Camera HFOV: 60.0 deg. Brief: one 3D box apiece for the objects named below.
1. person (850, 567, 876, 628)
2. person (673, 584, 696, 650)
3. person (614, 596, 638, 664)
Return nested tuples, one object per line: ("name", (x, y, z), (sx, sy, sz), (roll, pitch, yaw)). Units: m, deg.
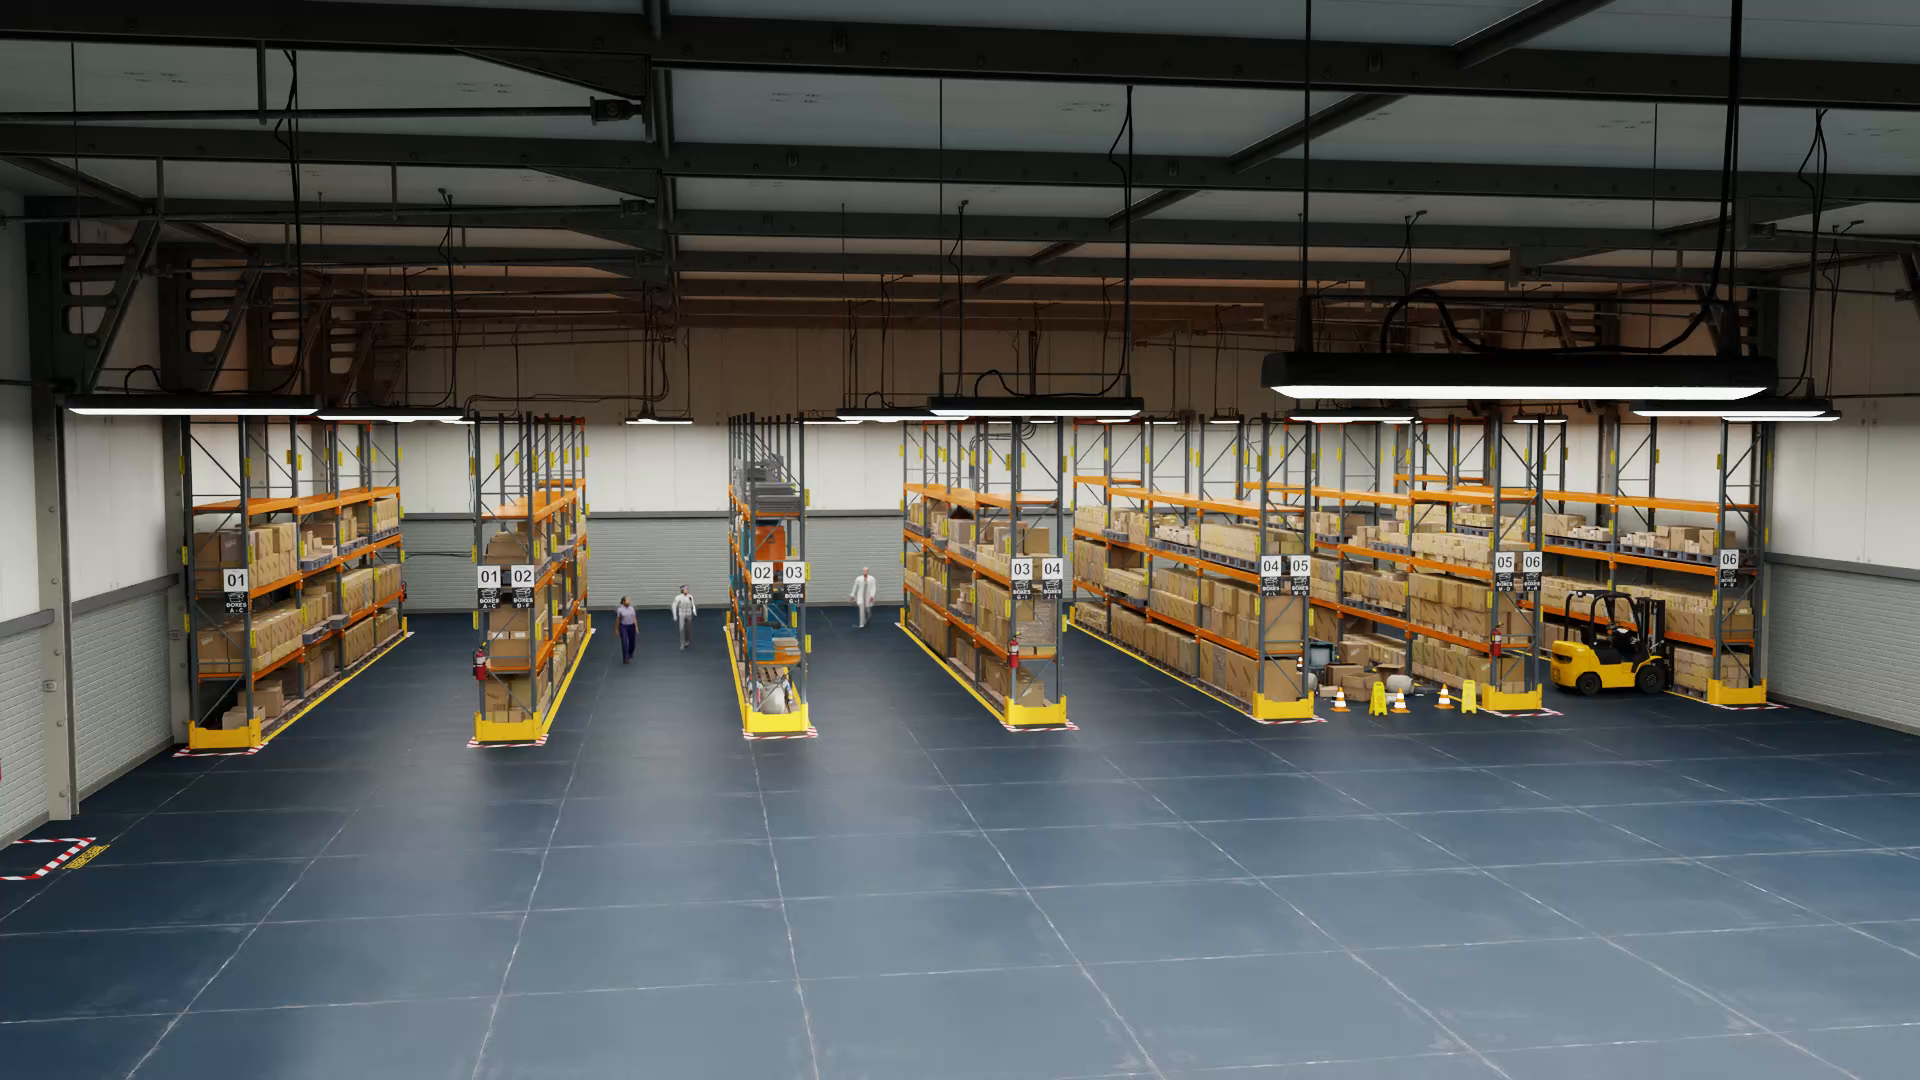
("person", (-2.750, 1.627, 47.469), (0.745, 1.747, 0.752), (0, 4, 6))
("person", (-7.146, 1.991, 43.135), (0.606, 1.686, 0.908), (-1, 4, -8))
("person", (-8.119, 2.164, 40.448), (0.580, 1.596, 0.882), (-1, 4, -19))
